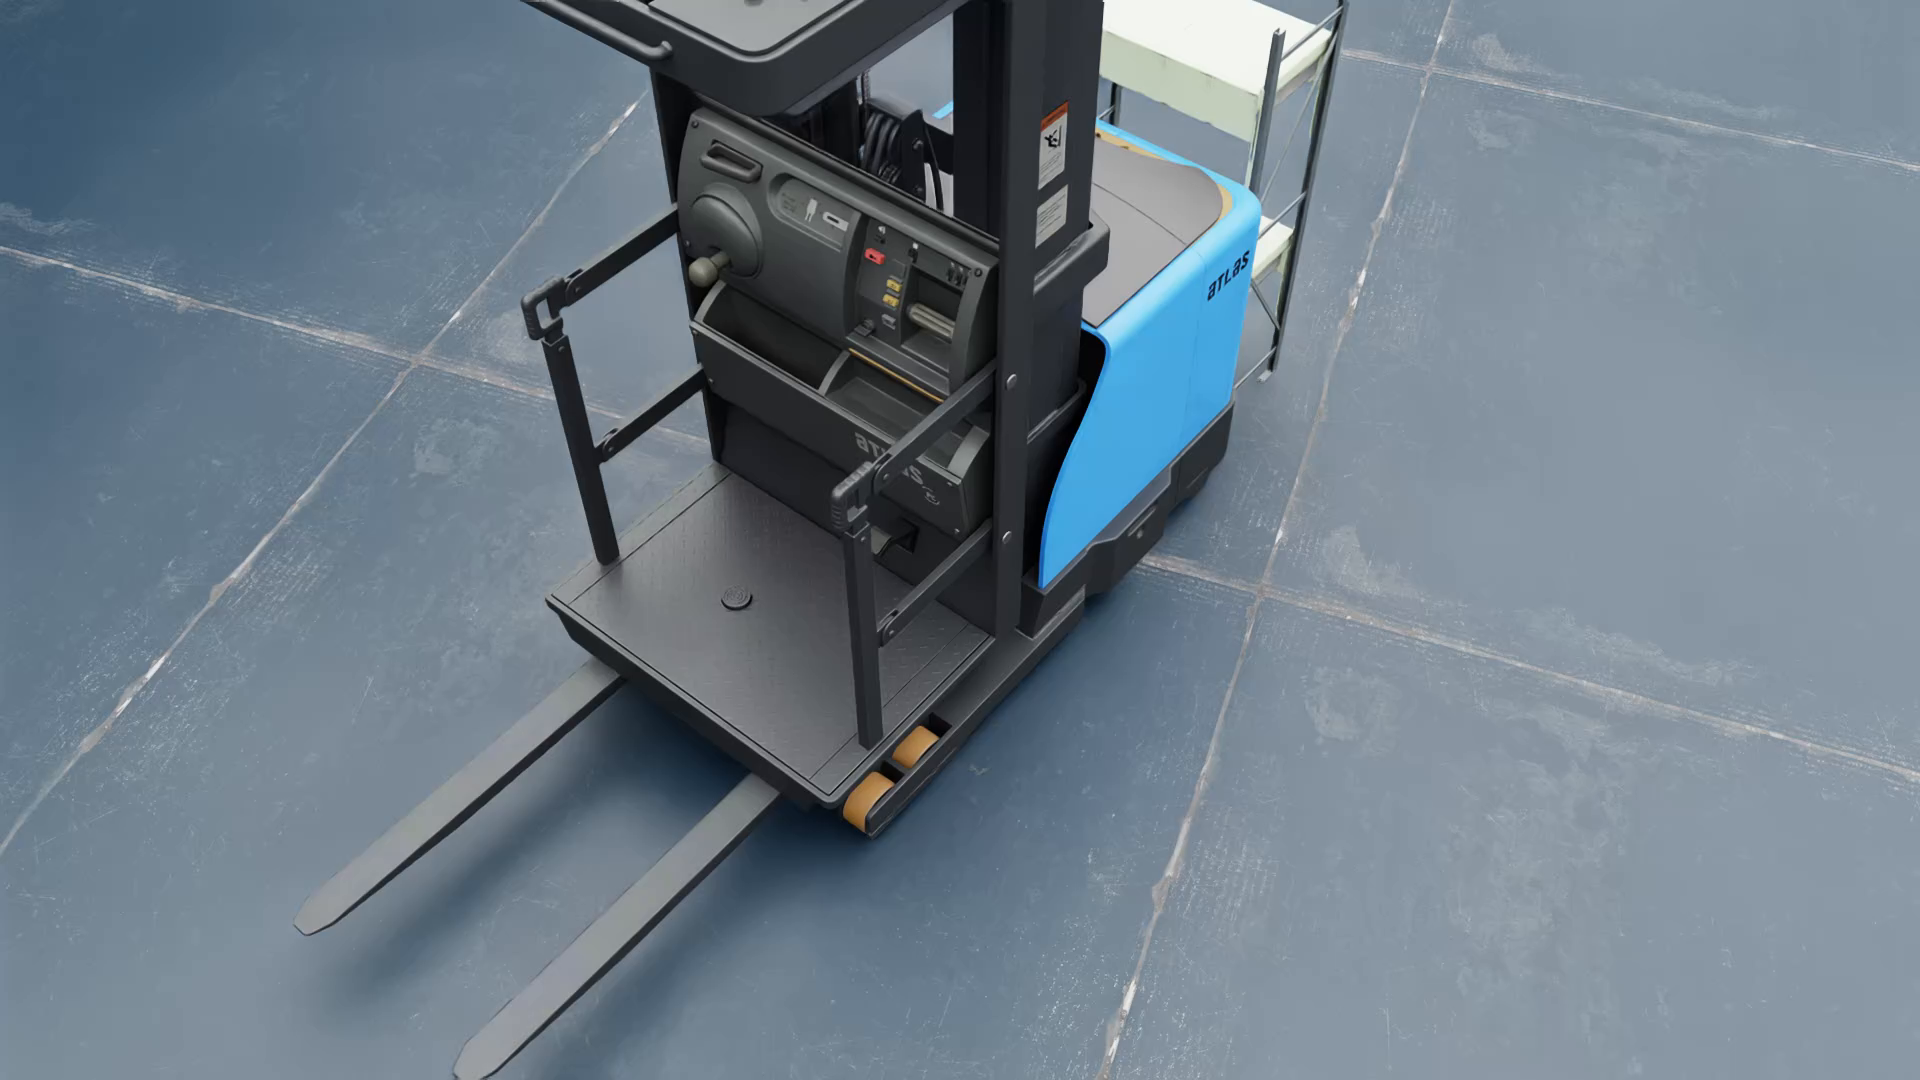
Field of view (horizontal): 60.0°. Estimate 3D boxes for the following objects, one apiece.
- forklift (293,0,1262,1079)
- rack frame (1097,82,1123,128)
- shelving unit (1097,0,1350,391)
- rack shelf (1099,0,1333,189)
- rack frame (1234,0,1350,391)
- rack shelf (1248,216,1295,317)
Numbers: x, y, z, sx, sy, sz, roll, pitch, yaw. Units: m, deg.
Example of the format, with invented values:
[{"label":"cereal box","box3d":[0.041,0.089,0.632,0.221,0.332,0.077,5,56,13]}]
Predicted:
[{"label":"forklift","box3d":[-0.449,-0.593,3.825,1.130,2.935,3.031,31,56,24]},{"label":"rack frame","box3d":[0.398,-1.323,5.403,0.023,1.500,0.400,31,56,24]},{"label":"shelving unit","box3d":[0.683,-1.149,5.252,0.755,1.500,0.431,31,56,24]},{"label":"rack shelf","box3d":[0.684,-1.405,4.958,0.720,0.370,0.431,31,56,24]},{"label":"rack frame","box3d":[0.967,-0.975,5.101,0.023,1.500,0.400,31,56,24]},{"label":"rack shelf","box3d":[0.682,-0.934,5.498,0.720,0.370,0.431,31,56,24]}]
